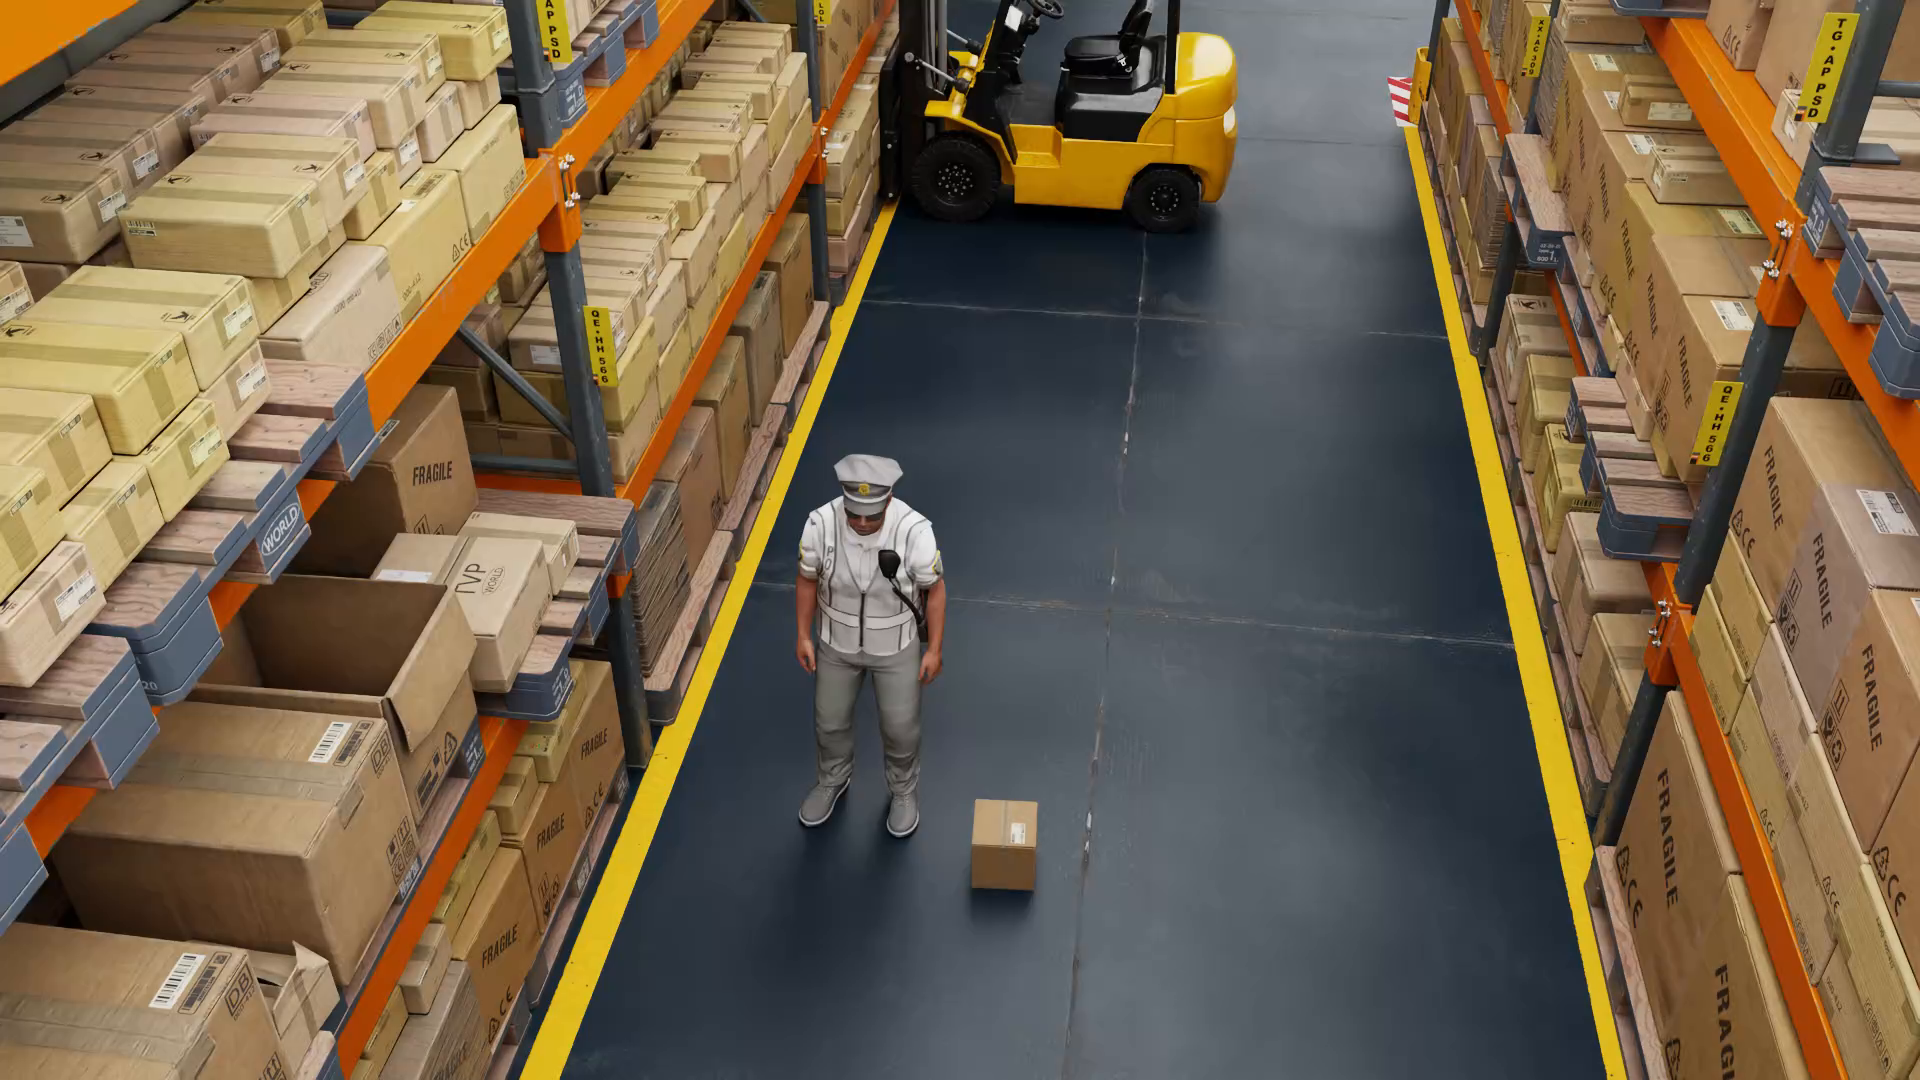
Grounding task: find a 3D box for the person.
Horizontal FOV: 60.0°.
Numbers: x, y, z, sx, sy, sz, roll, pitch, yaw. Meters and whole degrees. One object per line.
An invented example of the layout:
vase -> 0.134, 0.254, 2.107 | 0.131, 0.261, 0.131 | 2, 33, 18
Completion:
person -> -0.411, 0.414, 6.463 | 0.500, 1.747, 0.329 | 5, 36, 6
